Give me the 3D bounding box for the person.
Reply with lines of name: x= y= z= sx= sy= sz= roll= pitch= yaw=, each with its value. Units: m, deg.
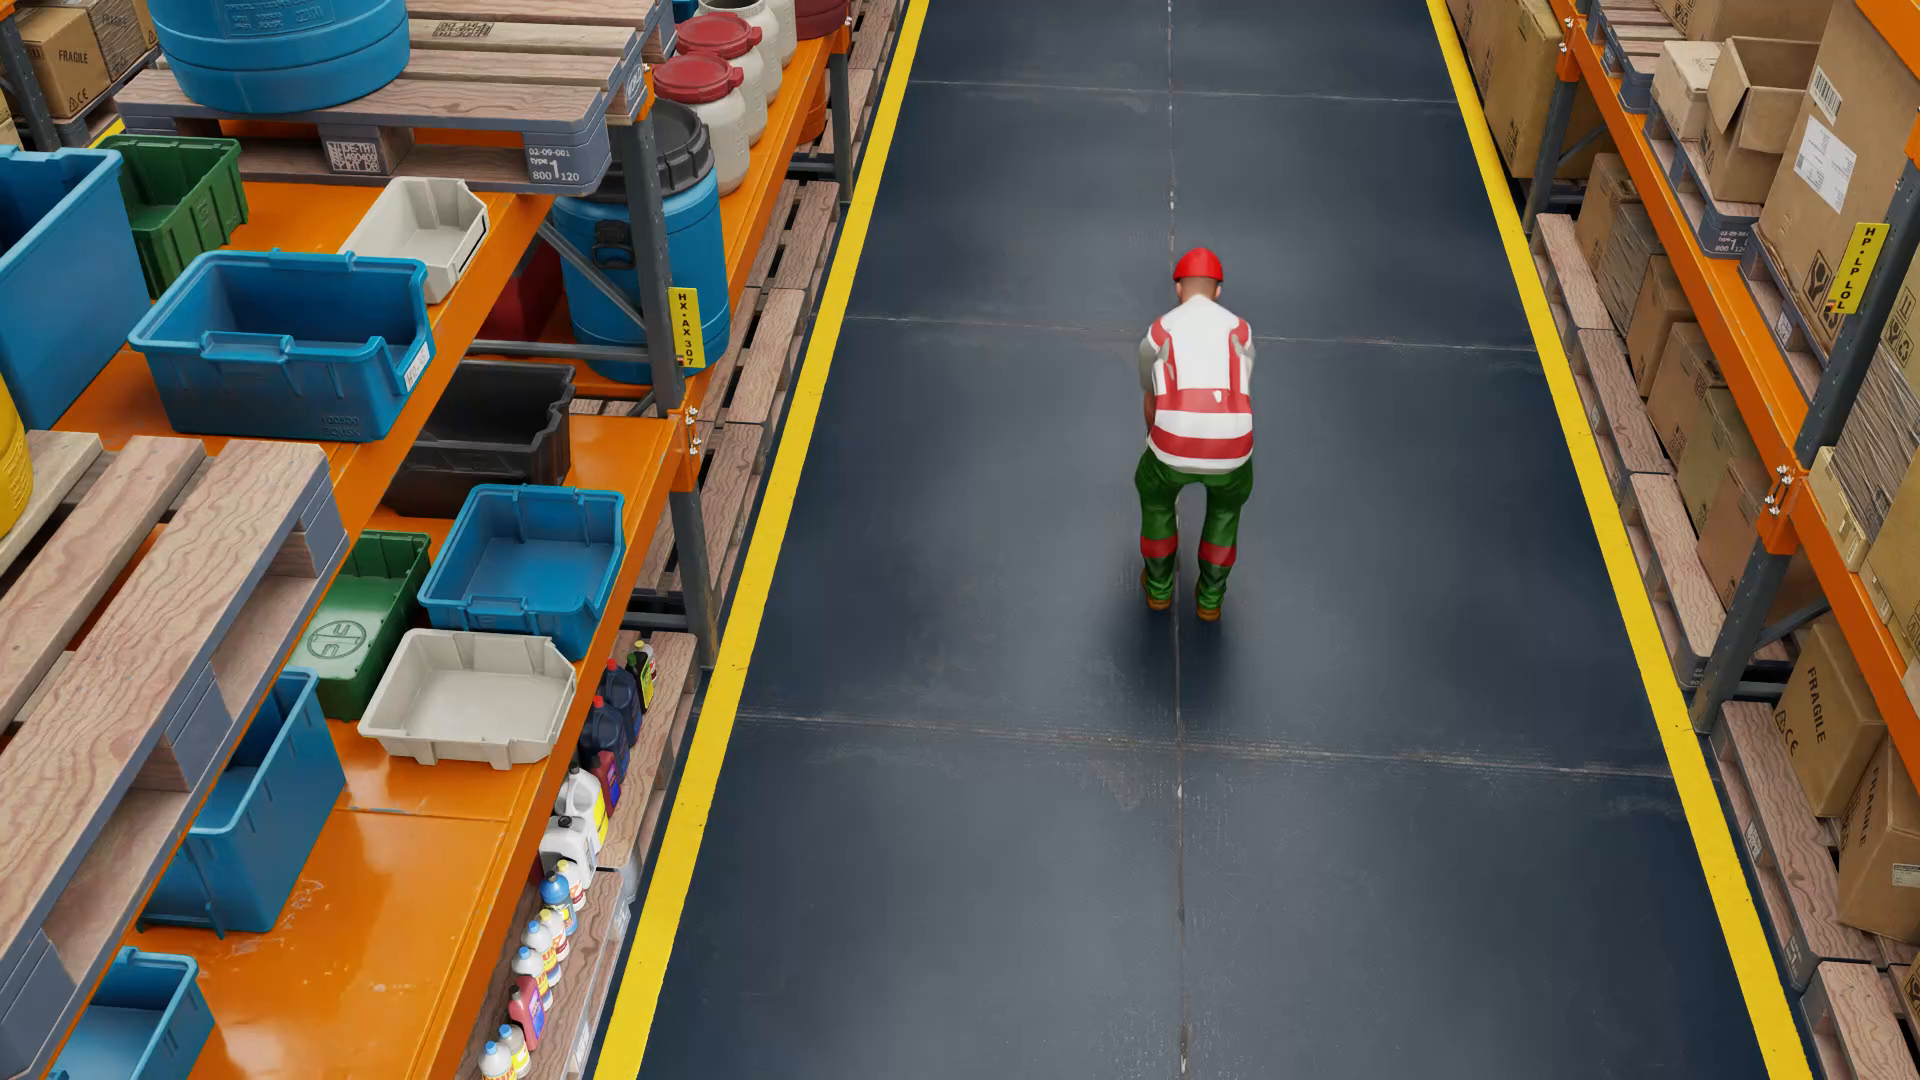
person: x=0.966 y=-0.418 z=6.915 sx=0.493 sy=1.434 sz=0.872 roll=2 pitch=40 yaw=3
